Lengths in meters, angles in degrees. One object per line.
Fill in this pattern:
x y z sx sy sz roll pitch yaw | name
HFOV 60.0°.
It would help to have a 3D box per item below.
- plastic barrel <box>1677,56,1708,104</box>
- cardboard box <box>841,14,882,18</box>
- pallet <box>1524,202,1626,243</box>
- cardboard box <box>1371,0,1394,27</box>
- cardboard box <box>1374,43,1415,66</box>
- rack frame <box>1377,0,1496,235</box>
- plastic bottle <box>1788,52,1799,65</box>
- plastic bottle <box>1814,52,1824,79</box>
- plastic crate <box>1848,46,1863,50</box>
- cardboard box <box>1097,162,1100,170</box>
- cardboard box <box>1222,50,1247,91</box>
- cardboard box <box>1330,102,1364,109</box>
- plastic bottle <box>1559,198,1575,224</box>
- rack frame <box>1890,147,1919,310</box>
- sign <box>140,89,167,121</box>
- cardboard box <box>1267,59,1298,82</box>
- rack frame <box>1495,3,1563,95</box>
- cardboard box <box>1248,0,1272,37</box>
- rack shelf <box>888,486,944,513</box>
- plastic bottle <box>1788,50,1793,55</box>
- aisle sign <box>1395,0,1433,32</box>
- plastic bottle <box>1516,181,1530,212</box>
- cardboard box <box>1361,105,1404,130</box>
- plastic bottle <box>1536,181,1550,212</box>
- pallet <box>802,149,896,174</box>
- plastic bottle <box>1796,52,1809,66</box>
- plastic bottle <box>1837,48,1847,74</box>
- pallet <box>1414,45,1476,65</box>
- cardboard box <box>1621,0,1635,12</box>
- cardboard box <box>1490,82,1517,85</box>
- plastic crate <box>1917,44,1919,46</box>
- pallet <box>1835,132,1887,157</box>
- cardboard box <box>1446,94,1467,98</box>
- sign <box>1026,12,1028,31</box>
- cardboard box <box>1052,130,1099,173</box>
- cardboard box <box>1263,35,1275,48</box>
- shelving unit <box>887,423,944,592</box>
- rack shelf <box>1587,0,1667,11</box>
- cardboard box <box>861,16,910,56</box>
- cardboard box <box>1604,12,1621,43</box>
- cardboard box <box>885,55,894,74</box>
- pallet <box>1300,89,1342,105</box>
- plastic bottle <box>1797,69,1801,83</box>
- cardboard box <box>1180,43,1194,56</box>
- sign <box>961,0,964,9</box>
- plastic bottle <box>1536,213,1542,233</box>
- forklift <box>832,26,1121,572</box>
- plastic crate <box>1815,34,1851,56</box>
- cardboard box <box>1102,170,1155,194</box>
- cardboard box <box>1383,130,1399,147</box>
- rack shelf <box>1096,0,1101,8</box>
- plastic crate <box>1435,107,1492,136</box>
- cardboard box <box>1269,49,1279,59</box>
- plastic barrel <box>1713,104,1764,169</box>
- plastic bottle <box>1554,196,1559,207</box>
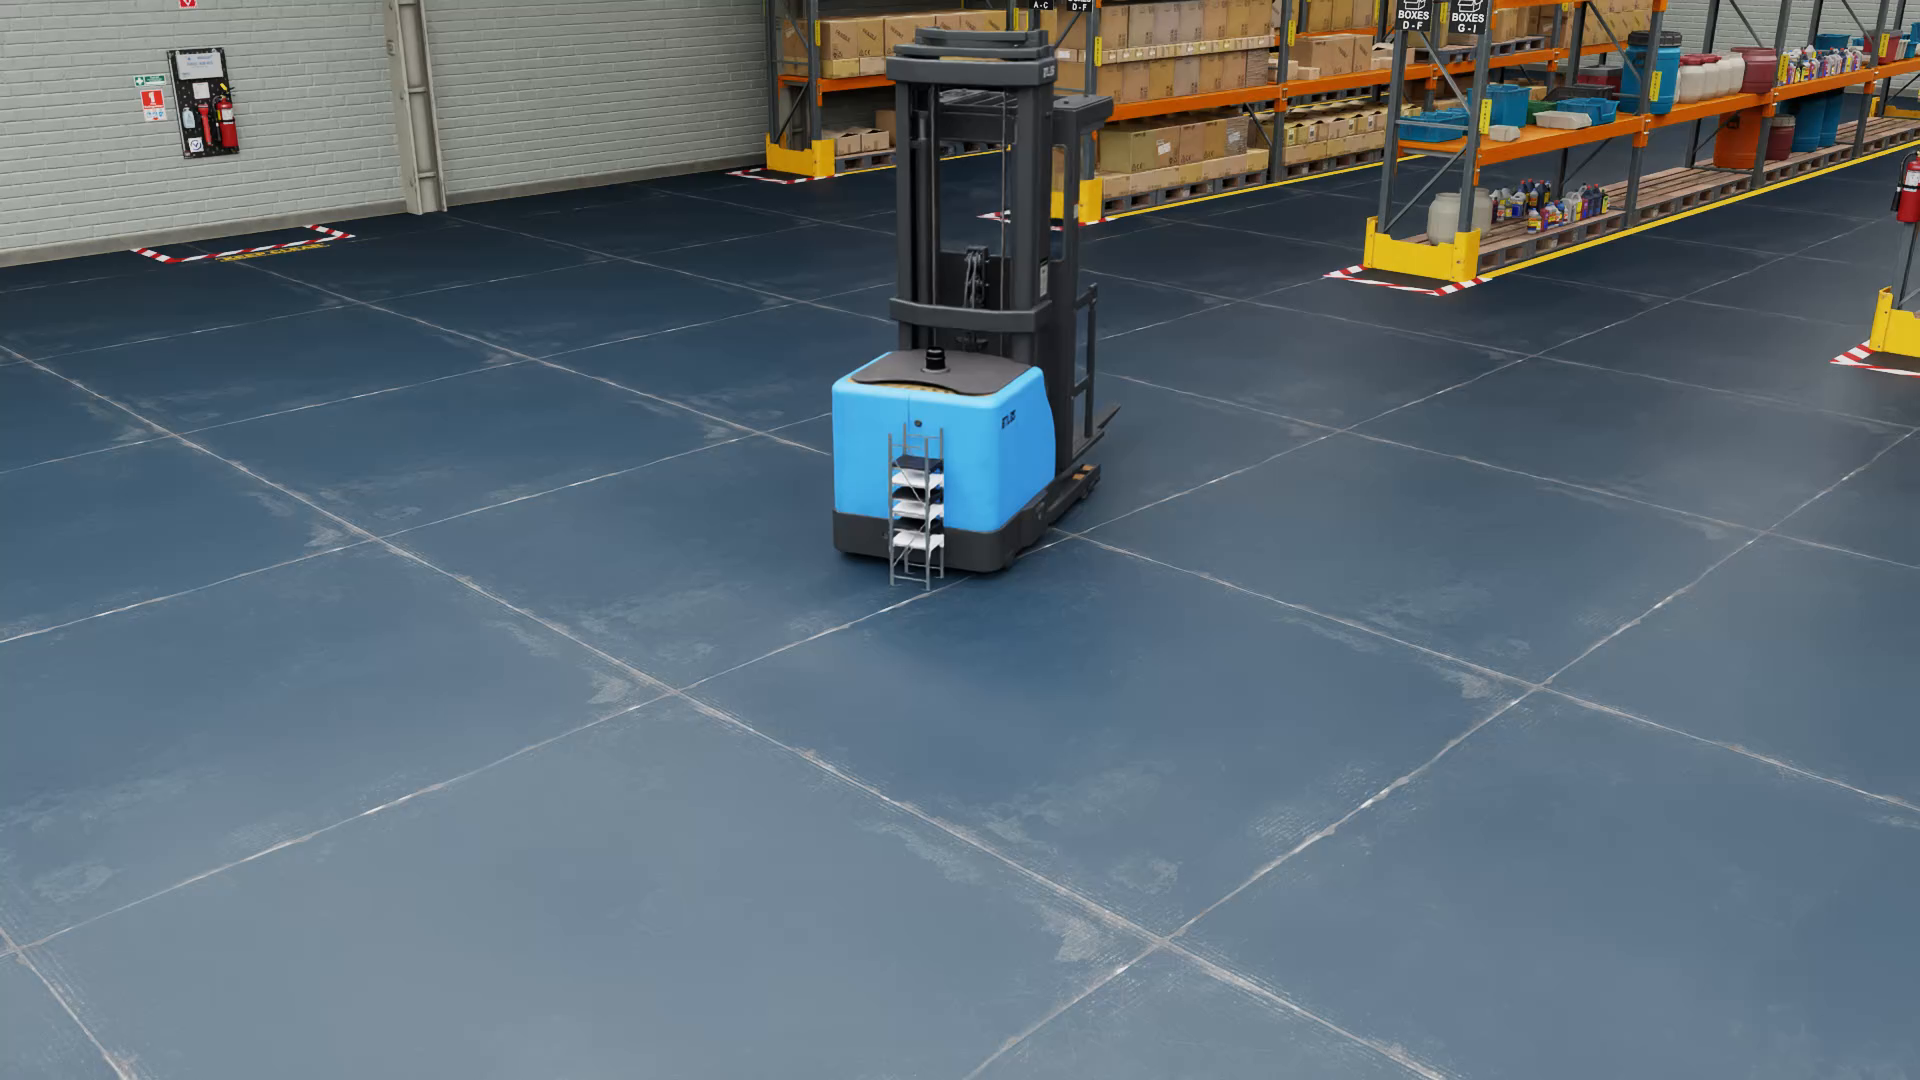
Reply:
8.892 -5.639 20.374 0.433 0.535 0.433 0 21 0 | plastic barrel
-1.440 -7.372 24.208 0.500 0.500 0.500 18 28 39 | cardboard box
7.057 -3.732 19.489 1.003 0.211 1.213 19 28 41 | pallet
7.981 -10.576 32.992 0.980 0.700 0.700 19 28 40 | cardboard box
6.515 -7.340 25.115 0.500 0.311 0.500 -18 27 -39 | cardboard box
4.765 -4.167 16.736 1.000 3.000 0.127 19 28 41 | rack frame
12.004 -6.894 24.004 0.152 0.276 0.135 19 28 41 | plastic bottle
11.961 -6.628 23.206 0.144 0.351 0.185 19 28 41 | plastic bottle
14.136 -7.680 26.158 0.293 0.136 0.466 19 28 41 | plastic crate
1.722 -4.664 21.275 0.500 0.250 0.500 19 28 41 | cardboard box
3.341 -6.230 21.963 0.700 0.500 0.500 19 28 40 | cardboard box
5.864 -6.441 25.116 0.500 0.311 0.500 18 28 39 | cardboard box
6.838 -3.719 18.752 0.135 0.276 0.152 -20 28 -41 | plastic bottle
8.314 -2.928 13.511 1.000 3.000 0.127 19 28 41 | rack frame
-8.861 -4.776 18.269 0.001 0.329 0.234 19 28 41 | sign
4.322 -6.504 23.024 0.500 0.250 0.500 -18 27 -39 | cardboard box
9.590 -8.493 27.989 1.000 3.000 0.127 19 28 41 | rack frame
3.704 -6.973 22.088 0.700 0.500 0.500 19 28 41 | cardboard box
-0.244 -0.232 9.267 0.258 0.077 0.200 8 23 20 | rack shelf
12.185 -7.051 24.419 0.097 0.271 0.097 0 21 0 | plastic bottle
4.502 -5.437 16.415 0.394 0.787 0.004 19 28 41 | aisle sign
6.564 -4.012 19.412 0.144 0.351 0.185 18 27 38 | plastic bottle
6.253 -6.307 24.769 0.500 0.311 0.500 19 28 40 | cardboard box
6.799 -4.025 19.444 0.144 0.351 0.185 19 28 41 | plastic bottle
-1.688 -5.565 24.259 1.003 0.211 1.213 19 28 41 | pallet
11.759 -6.631 23.215 0.144 0.351 0.185 19 28 41 | plastic bottle
12.601 -6.863 23.819 0.144 0.351 0.185 19 28 41 | plastic bottle
7.222 -7.567 25.848 1.213 0.211 1.003 19 28 41 | pallet
11.557 -9.587 29.302 0.500 0.500 0.500 -19 28 -41 | cardboard box
9.078 -7.468 28.194 0.500 0.500 0.500 18 27 38 | cardboard box
15.275 -7.859 26.625 0.396 0.136 0.243 19 28 41 | plastic crate
13.622 -6.149 25.779 1.003 0.211 1.213 19 28 41 | pallet
8.037 -6.812 26.488 0.500 0.500 0.500 19 28 40 | cardboard box
0.840 -6.198 20.076 0.100 0.325 0.005 19 28 41 | sign
1.380 -4.883 20.800 0.500 0.500 0.500 19 28 41 | cardboard box
3.973 -6.662 22.183 0.380 0.149 0.250 19 28 41 | cardboard box
-0.244 -0.180 9.288 0.258 0.900 0.210 8 23 20 | shelving unit
8.951 -6.774 20.340 1.077 0.370 4.000 19 28 41 | rack shelf
-1.068 -7.240 23.865 0.500 0.500 0.500 18 27 39 | cardboard box
11.200 -8.994 29.154 0.500 0.500 0.500 19 28 40 | cardboard box
-1.053 -6.899 24.023 0.500 0.250 0.500 19 28 40 | cardboard box
6.625 -8.606 32.170 1.003 0.211 1.213 19 28 41 | pallet
11.396 -6.338 22.659 0.097 0.201 0.097 0 21 0 | plastic bottle
2.720 -6.199 20.979 0.380 0.149 0.250 20 28 41 | cardboard box
0.057 -8.354 26.014 0.100 0.325 0.005 19 28 41 | sign
6.326 -3.481 18.238 0.097 0.201 0.097 0 21 0 | plastic bottle
0.279 -1.681 10.363 1.130 2.935 3.031 8 23 20 | forklift
13.218 -7.478 25.288 0.392 0.384 0.575 19 28 41 | plastic crate
2.099 -4.532 20.933 0.500 0.250 0.500 19 28 41 | cardboard box
6.251 -6.047 24.875 0.500 0.250 0.500 19 28 40 | cardboard box
2.614 -6.987 20.892 1.077 0.370 4.000 19 28 41 | rack shelf
5.357 -4.467 17.723 0.499 0.251 0.408 19 28 41 | plastic crate
5.678 -8.725 31.004 0.750 0.750 0.750 20 28 41 | cardboard box
10.675 -5.537 22.739 0.600 0.830 0.708 19 28 41 | plastic barrel
6.761 -3.749 18.820 0.061 0.283 0.133 19 28 41 | plastic bottle
